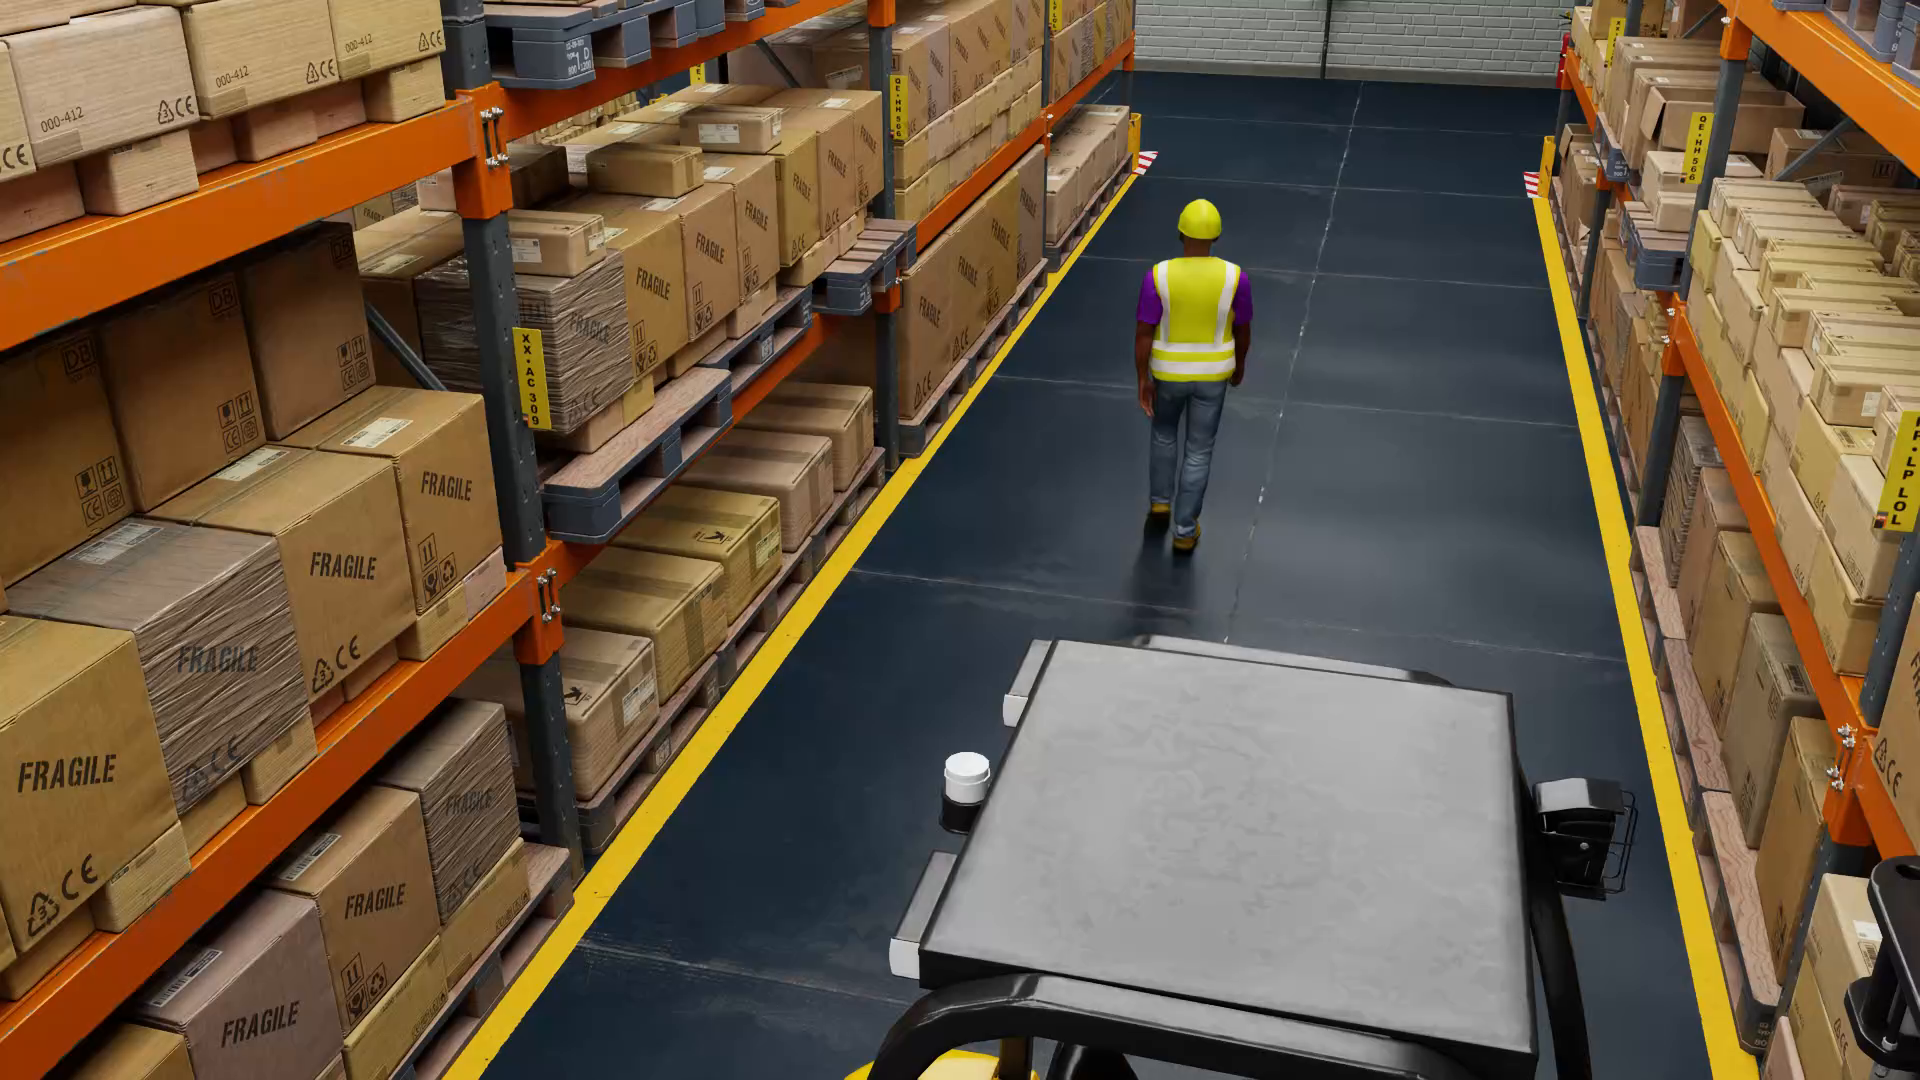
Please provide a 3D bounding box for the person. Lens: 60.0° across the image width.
[{"bbox_3d":[1.166,-0.819,8.376,0.563,1.833,0.653,5,26,10],"label":"person"}]
